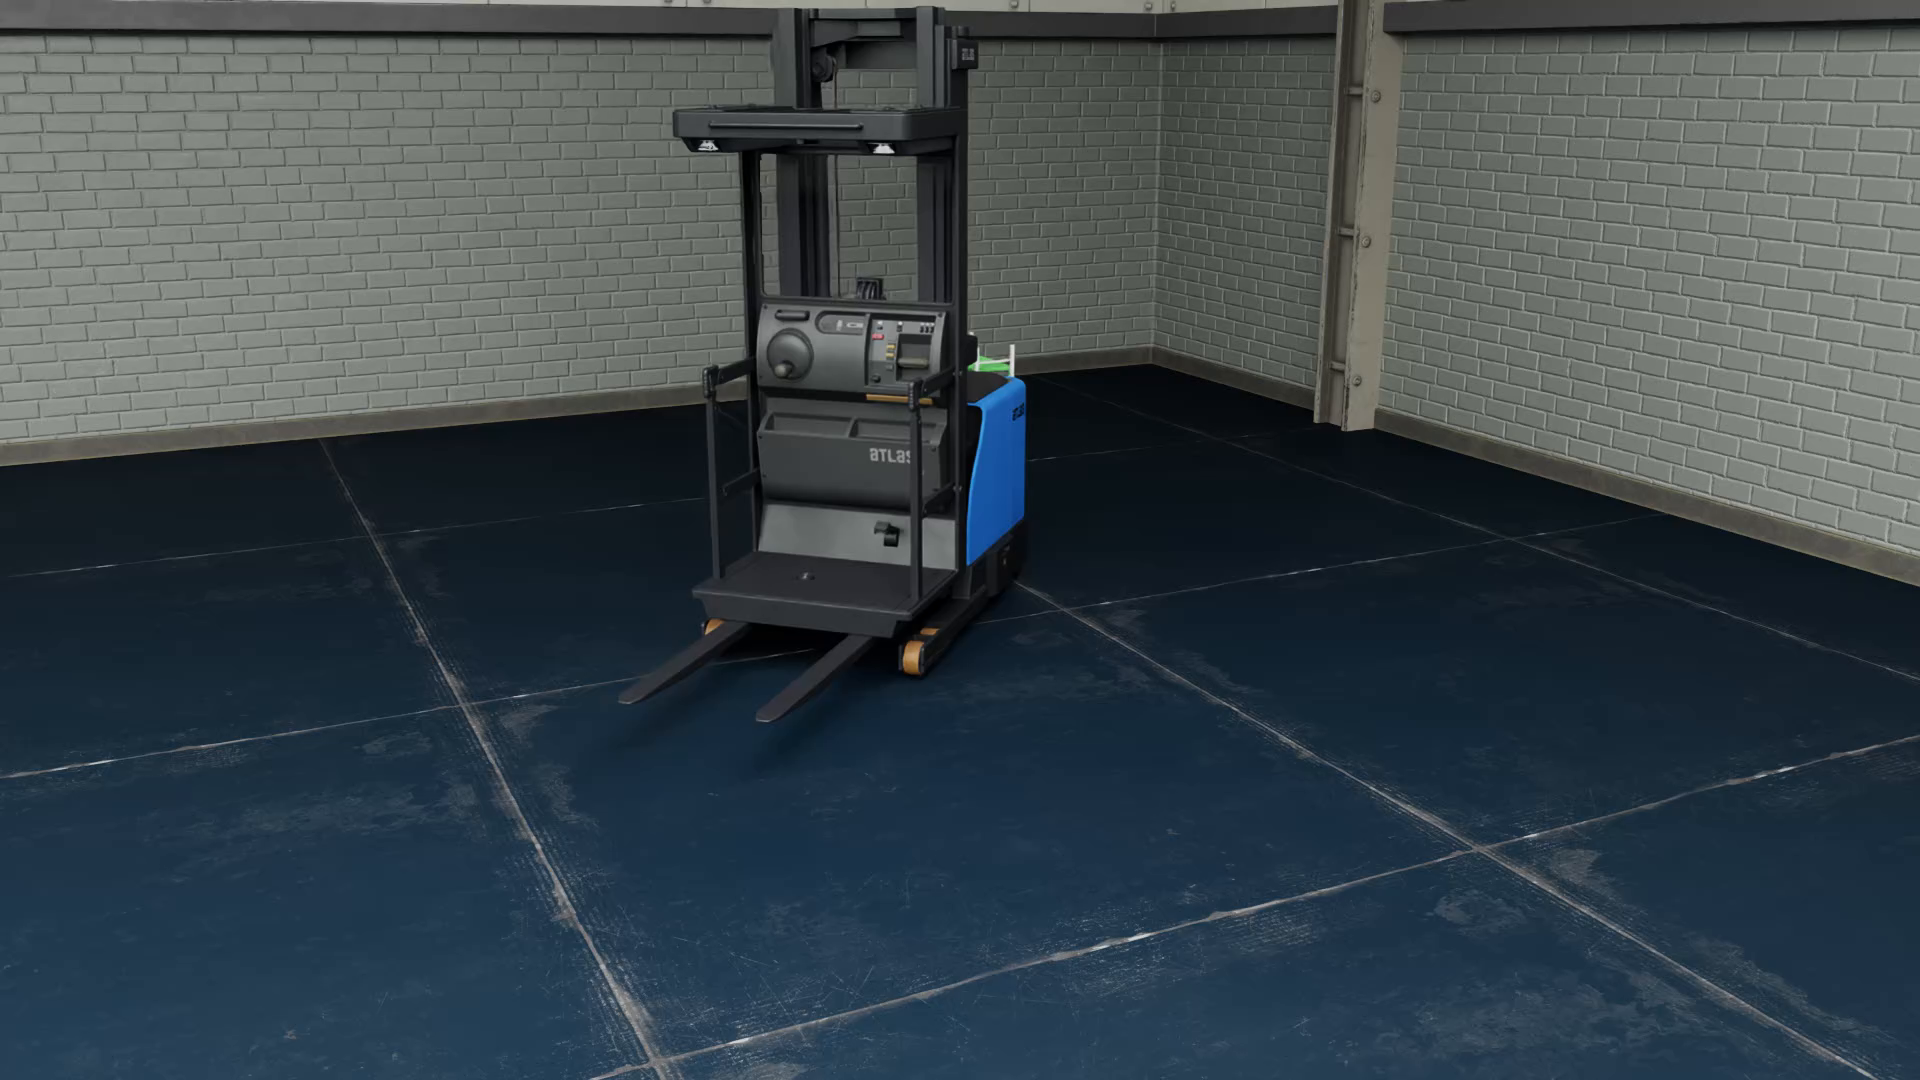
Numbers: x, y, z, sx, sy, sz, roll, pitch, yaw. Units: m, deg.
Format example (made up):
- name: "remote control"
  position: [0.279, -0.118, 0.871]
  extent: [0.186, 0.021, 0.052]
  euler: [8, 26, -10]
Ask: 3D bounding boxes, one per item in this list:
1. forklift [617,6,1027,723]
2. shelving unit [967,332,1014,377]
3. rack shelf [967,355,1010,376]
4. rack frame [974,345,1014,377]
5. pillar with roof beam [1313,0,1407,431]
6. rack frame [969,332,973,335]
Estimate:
- name: "forklift"
  position: [-0.582, -0.911, 7.611]
  extent: [1.130, 2.935, 3.031]
  euler: [5, 17, 18]
- name: "shelving unit"
  position: [0.076, -0.542, 9.463]
  extent: [0.258, 1.200, 0.503]
  euler: [-8, 18, -26]
- name: "rack shelf"
  position: [0.076, -0.942, 9.349]
  extent: [0.258, 0.148, 0.480]
  euler: [-8, 18, -26]
- name: "rack frame"
  position: [0.189, -0.482, 9.255]
  extent: [0.240, 1.200, 0.015]
  euler: [-8, 18, -26]
- name: "pillar with roof beam"
  position: [-0.894, -4.697, 9.806]
  extent: [9.100, 9.000, 0.400]
  euler: [-8, 18, -25]
- name: "rack frame"
  position: [-0.036, -0.601, 9.671]
  extent: [0.240, 1.200, 0.015]
  euler: [-8, 18, -26]
